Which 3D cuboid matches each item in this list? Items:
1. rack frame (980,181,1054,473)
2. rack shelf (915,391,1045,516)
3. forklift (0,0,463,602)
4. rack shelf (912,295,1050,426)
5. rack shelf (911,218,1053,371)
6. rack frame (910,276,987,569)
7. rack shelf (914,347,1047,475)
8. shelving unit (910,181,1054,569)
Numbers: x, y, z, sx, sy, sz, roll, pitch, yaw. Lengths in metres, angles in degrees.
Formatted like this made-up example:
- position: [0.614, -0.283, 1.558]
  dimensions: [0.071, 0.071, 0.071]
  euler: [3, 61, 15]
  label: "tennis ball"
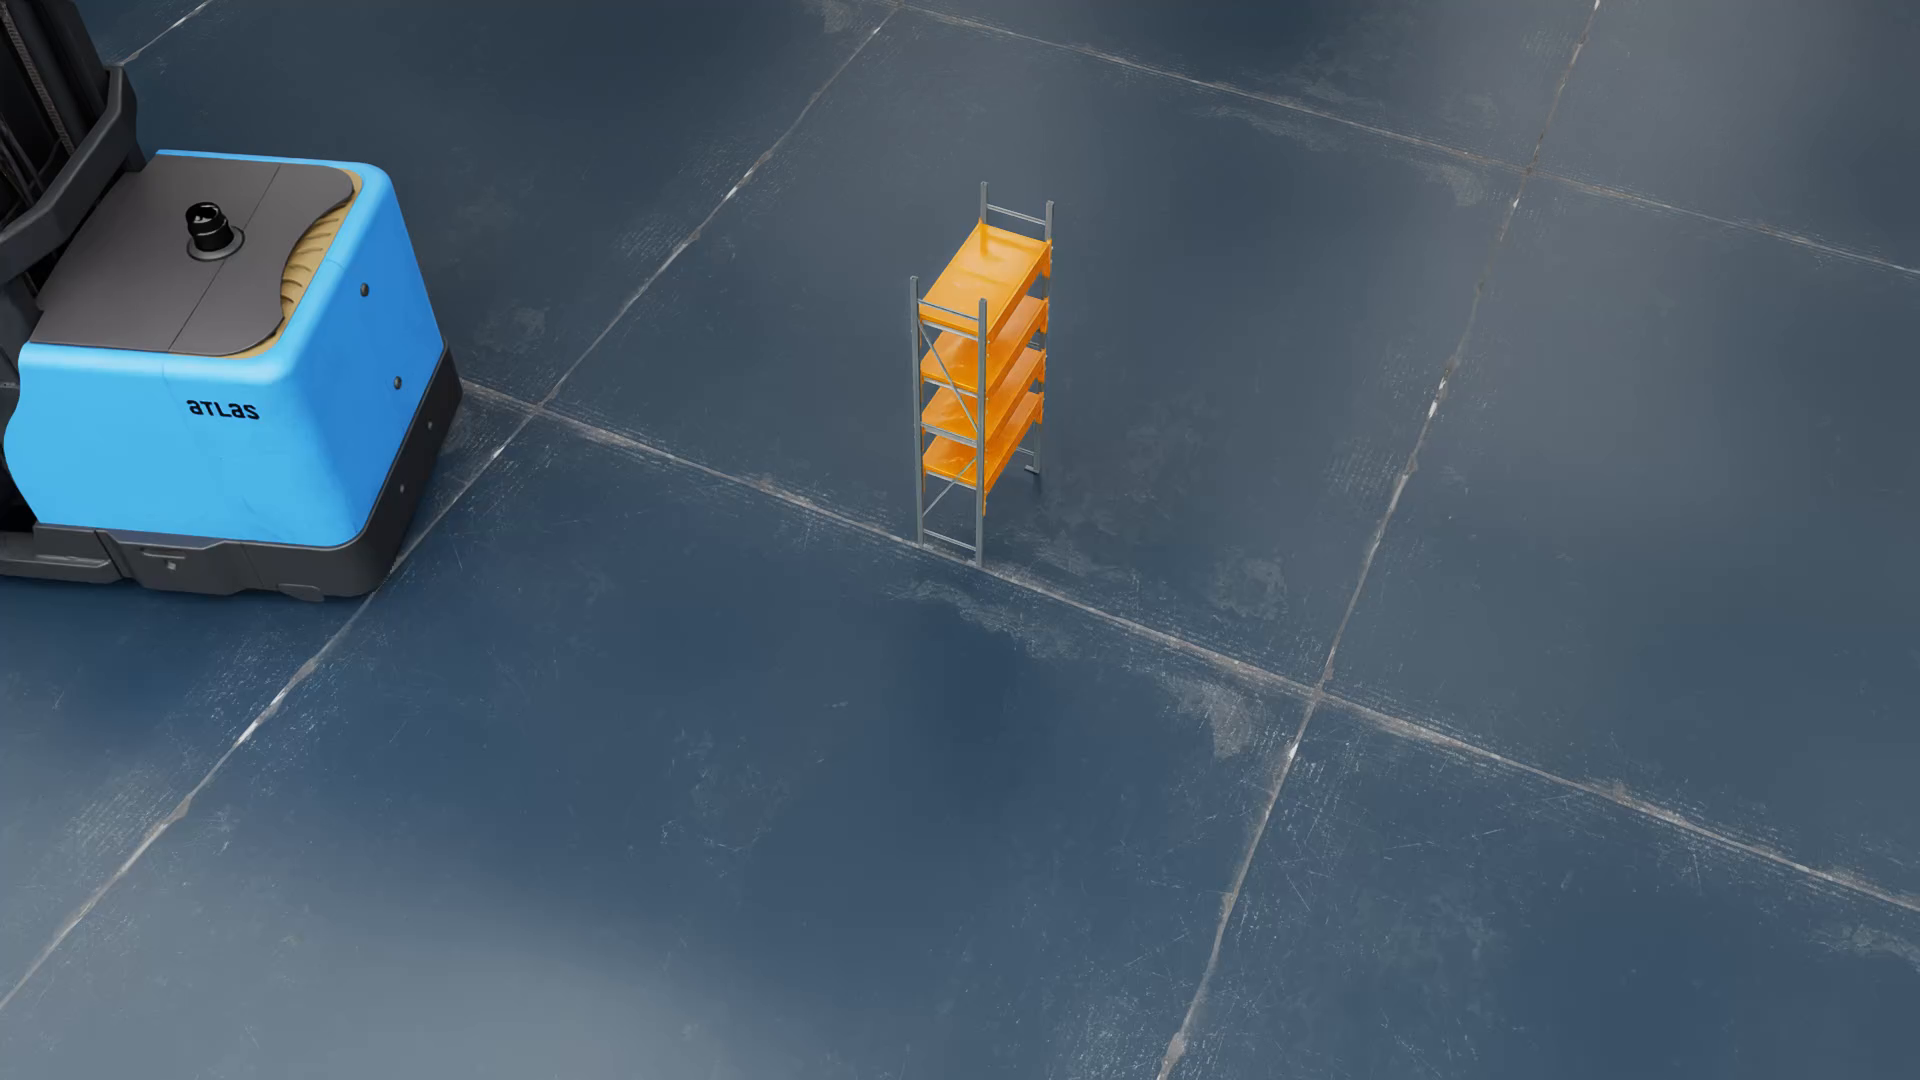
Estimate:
- position: [0.175, -0.671, 5.533]
  dimensions: [0.240, 1.200, 0.015]
  euler: [20, 52, 16]
  label: "rack frame"
- position: [0.071, -0.331, 5.592]
  dimensions: [0.258, 0.148, 0.480]
  euler: [20, 52, 16]
  label: "rack shelf"
- position: [-3.377, -1.228, 4.870]
  dimensions: [3.031, 2.935, 1.130]
  euler: [5, 50, 4]
  label: "forklift"
- position: [0.071, -0.604, 5.271]
  dimensions: [0.258, 0.148, 0.480]
  euler: [20, 52, 16]
  label: "rack shelf"
- position: [0.071, -0.757, 5.091]
  dimensions: [0.258, 0.148, 0.480]
  euler: [20, 52, 16]
  label: "rack shelf"
- position: [-0.034, -0.335, 5.247]
  dimensions: [0.240, 1.200, 0.015]
  euler: [20, 52, 16]
  label: "rack frame"
- position: [0.071, -0.459, 5.441]
  dimensions: [0.258, 0.148, 0.480]
  euler: [20, 52, 16]
  label: "rack shelf"
- position: [0.071, -0.503, 5.390]
  dimensions: [0.258, 1.200, 0.503]
  euler: [20, 52, 16]
  label: "shelving unit"
